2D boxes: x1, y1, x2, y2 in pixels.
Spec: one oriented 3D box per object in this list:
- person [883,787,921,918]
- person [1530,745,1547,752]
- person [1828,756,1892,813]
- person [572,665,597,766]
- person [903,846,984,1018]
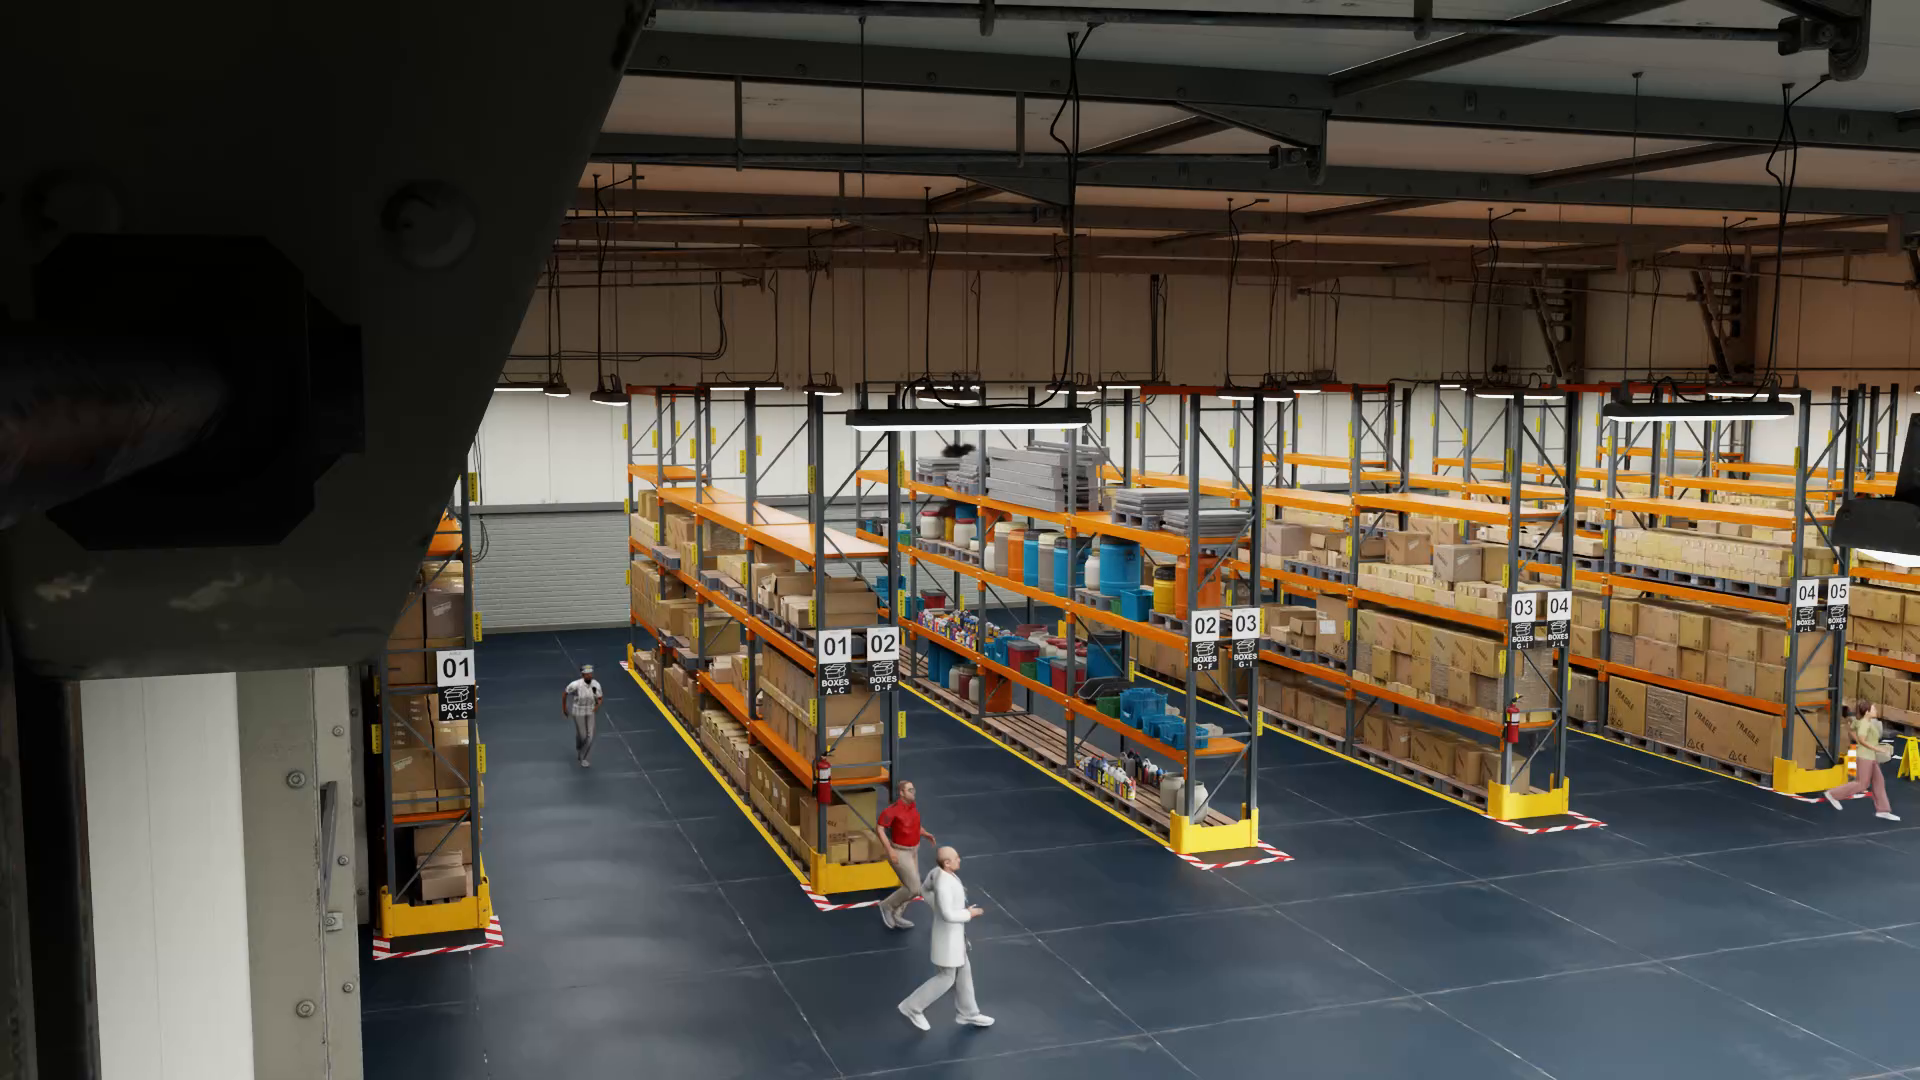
[{"bbox_3d":[-0.605,3.544,18.790,0.471,1.533,0.419,2,6,23],"label":"person"},{"bbox_3d":[9.457,2.651,27.724,0.587,1.627,0.858,-4,7,-31],"label":"person"},{"bbox_3d":[12.711,3.376,23.462,0.797,0.918,0.347,3,7,27],"label":"person"},{"bbox_3d":[-6.004,2.786,26.610,0.405,1.649,0.524,-3,7,-27],"label":"person"},{"bbox_3d":[-0.160,3.753,15.849,0.767,1.697,0.723,0,6,-4],"label":"person"}]
